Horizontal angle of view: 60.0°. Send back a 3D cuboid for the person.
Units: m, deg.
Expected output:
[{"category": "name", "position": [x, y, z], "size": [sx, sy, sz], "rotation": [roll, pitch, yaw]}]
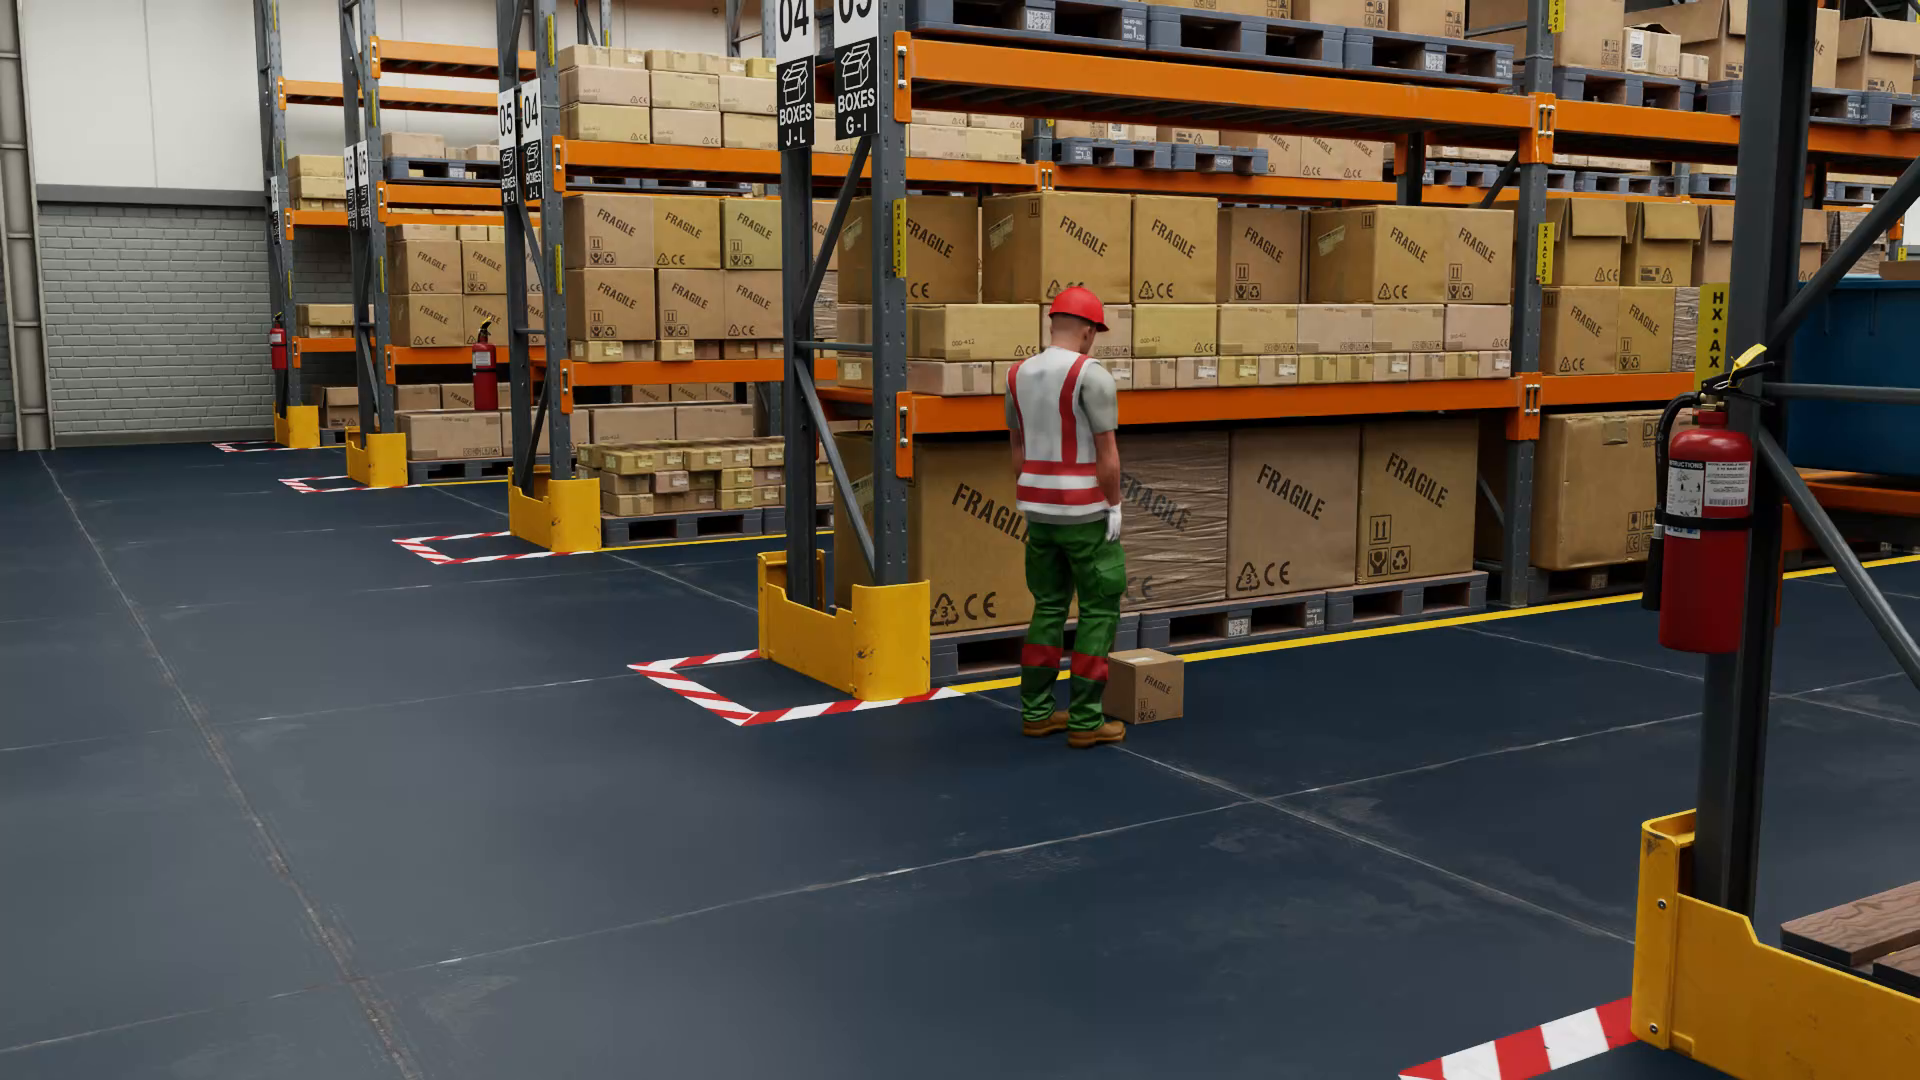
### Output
[{"category": "person", "position": [0.425, -0.098, 6.507], "size": [0.533, 1.768, 0.388], "rotation": [8, 11, 44]}]
